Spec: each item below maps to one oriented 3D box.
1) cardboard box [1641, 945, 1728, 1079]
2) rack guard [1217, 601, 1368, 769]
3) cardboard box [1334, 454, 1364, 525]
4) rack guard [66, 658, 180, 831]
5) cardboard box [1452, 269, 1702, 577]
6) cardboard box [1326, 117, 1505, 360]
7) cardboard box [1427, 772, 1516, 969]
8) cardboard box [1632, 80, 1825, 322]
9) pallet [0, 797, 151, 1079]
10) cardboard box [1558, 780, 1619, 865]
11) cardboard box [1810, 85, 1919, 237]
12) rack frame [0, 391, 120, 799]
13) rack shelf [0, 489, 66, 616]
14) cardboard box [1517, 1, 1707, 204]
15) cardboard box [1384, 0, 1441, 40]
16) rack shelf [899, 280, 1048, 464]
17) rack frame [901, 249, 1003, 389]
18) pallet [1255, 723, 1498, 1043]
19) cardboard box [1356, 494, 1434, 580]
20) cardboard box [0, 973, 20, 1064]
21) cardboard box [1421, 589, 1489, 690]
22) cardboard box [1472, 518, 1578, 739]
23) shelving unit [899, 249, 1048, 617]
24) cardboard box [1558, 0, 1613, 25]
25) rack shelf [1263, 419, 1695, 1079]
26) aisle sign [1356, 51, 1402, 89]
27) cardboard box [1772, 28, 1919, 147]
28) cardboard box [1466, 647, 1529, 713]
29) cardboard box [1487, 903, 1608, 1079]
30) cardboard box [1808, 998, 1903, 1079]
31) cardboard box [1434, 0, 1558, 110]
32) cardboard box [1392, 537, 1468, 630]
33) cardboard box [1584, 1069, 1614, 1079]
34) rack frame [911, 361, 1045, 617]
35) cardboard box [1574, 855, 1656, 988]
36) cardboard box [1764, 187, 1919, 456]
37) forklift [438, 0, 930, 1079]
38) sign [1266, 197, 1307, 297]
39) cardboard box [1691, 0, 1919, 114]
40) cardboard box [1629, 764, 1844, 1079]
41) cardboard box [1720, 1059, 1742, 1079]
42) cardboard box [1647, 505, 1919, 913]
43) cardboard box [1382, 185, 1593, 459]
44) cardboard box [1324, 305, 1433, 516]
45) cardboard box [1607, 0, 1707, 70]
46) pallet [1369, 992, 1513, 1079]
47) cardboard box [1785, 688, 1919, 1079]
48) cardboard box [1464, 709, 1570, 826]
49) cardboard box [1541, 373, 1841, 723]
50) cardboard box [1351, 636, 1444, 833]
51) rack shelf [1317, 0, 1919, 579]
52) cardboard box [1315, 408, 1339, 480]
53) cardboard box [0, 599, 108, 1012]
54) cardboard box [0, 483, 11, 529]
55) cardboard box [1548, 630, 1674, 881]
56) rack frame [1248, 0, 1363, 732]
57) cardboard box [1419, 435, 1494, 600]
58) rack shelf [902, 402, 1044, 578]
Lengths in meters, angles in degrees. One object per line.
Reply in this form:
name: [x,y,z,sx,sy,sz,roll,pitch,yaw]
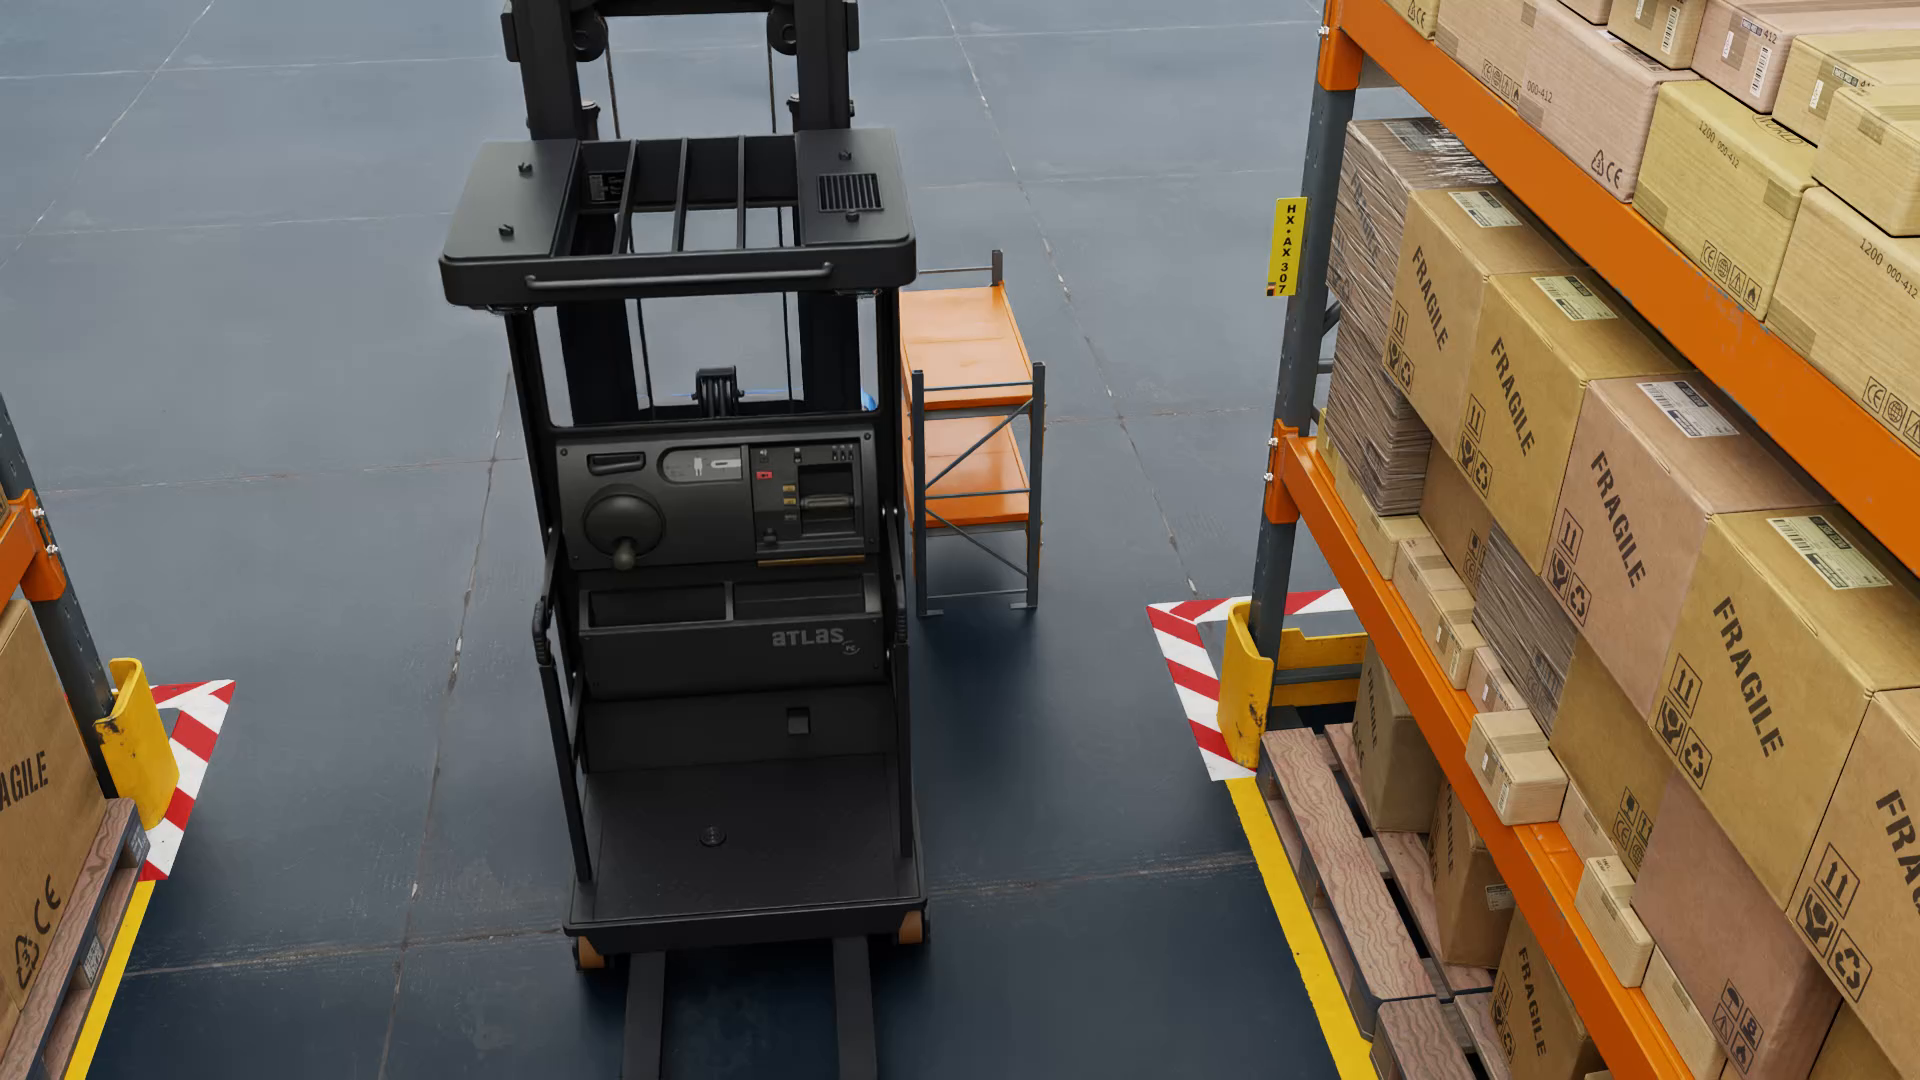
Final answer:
cardboard box: [1.649,0.949,3.417,0.380,0.149,0.250,-4,35,-6]
rack guard: [1.561,0.487,6.091,1.175,0.500,0.348,-4,35,-6]
cardboard box: [1.367,-0.166,5.053,0.380,0.149,0.250,-4,35,-6]
rack guard: [-3.381,0.751,5.705,1.175,0.500,0.348,-4,35,-6]
cardboard box: [1.483,-0.280,3.756,0.500,0.500,0.500,-4,35,-6]
cardboard box: [1.354,-0.838,4.575,0.500,0.500,0.500,-4,35,-6]
cardboard box: [1.732,0.952,5.036,0.500,0.500,0.500,4,35,6]
cardboard box: [1.572,-0.623,2.970,0.500,0.250,0.500,-3,34,-5]
pallet: [-3.193,1.324,5.120,1.003,0.211,1.213,-4,35,-6]
cardboard box: [1.623,0.667,3.831,0.380,0.149,0.250,-4,35,-6]
cardboard box: [1.576,-0.593,2.572,0.380,0.149,0.250,-3,34,-4]
rack frame: [-3.378,-0.269,4.981,1.000,3.000,0.127,-4,35,-6]
rack shelf: [-3.109,1.144,3.546,1.077,0.370,4.000,-4,35,-6]
cardboard box: [1.497,-0.913,3.396,0.500,0.250,0.500,-4,35,-7]
cardboard box: [1.359,-1.477,4.224,0.500,0.250,0.500,-3,34,-5]
rack shelf: [0.001,-0.703,6.763,0.538,0.278,1.000,-4,35,-6]
rack frame: [-0.067,-0.745,7.344,0.500,1.125,0.032,-4,35,-6]
pallet: [1.635,1.063,5.503,1.003,0.211,1.213,-4,35,-6]
cardboard box: [1.386,-0.026,4.847,0.380,0.149,0.250,-4,35,-6]
cardboard box: [-3.101,1.300,4.193,0.875,0.875,0.875,-5,35,-7]
cardboard box: [1.467,0.252,4.439,0.380,0.149,0.250,-4,35,-6]
cardboard box: [1.808,0.109,4.074,0.875,0.500,0.500,-4,35,-6]
shelving unit: [0.001,-0.461,6.928,0.538,1.125,1.048,-4,35,-6]
cardboard box: [1.448,-1.182,3.437,0.380,0.149,0.250,-4,35,-7]
rack shelf: [1.820,0.825,4.014,1.077,0.370,4.000,-4,35,-6]
aisle sign: [1.245,-1.674,4.735,0.394,0.787,0.004,-4,35,-6]
cardboard box: [1.627,-0.750,2.802,0.380,0.149,0.250,-6,35,-8]
cardboard box: [1.527,0.390,4.237,0.380,0.149,0.250,-4,35,-6]
cardboard box: [1.798,1.303,4.521,0.500,0.500,0.500,-1,34,-2]
cardboard box: [2.057,0.942,2.851,0.875,0.500,0.500,-4,35,-6]
cardboard box: [1.435,-1.190,3.802,0.500,0.250,0.500,-5,35,-7]
cardboard box: [1.440,0.112,4.645,0.380,0.149,0.250,-4,35,-6]
cardboard box: [1.828,1.618,4.059,0.500,0.500,0.500,-7,35,-11]
rack frame: [0.069,-0.177,6.511,0.500,1.125,0.032,-4,35,-6]
cardboard box: [1.581,0.812,3.618,0.380,0.149,0.250,-4,35,-6]
cardboard box: [1.635,-0.344,2.561,0.500,0.250,0.500,-5,35,-7]
forklift: [-0.686,-0.061,4.737,1.130,2.935,3.031,-3,34,-5]
sign: [1.013,-0.905,5.145,0.100,0.325,0.005,-4,35,-6]
cardboard box: [1.579,-0.895,3.016,0.380,0.149,0.250,-5,35,-7]
cardboard box: [1.890,0.671,3.249,0.875,0.500,0.500,-4,35,-6]
cardboard box: [1.723,1.085,3.217,0.380,0.149,0.250,-4,35,-6]
cardboard box: [1.620,0.278,2.937,0.500,0.500,0.500,-4,35,-6]
cardboard box: [1.415,-0.558,4.165,0.500,0.500,0.500,-4,35,-6]
cardboard box: [1.597,-0.443,4.884,0.875,0.500,0.500,-4,35,-6]
cardboard box: [1.500,-1.031,3.215,0.380,0.149,0.250,-6,35,-9]
pallet: [1.796,1.742,4.507,1.003,0.211,1.213,-4,35,-6]
cardboard box: [1.687,0.557,2.528,0.500,0.500,0.500,-4,35,-6]
cardboard box: [1.458,0.537,4.021,0.380,0.149,0.250,-4,35,-6]
cardboard box: [1.557,-0.001,3.347,0.500,0.500,0.500,-4,35,-6]
cardboard box: [1.618,0.621,5.522,0.500,0.500,0.500,2,34,2]
rack shelf: [1.820,-0.414,3.170,1.077,0.370,4.000,-4,35,-6]
cardboard box: [1.353,-0.307,5.260,0.380,0.149,0.250,-4,35,-6]
cardboard box: [-3.221,0.809,4.913,0.875,0.875,0.875,-4,34,-6]
cardboard box: [-3.283,-0.127,4.640,0.875,0.550,0.550,-4,35,-6]
cardboard box: [1.864,0.389,3.663,0.875,0.500,0.500,-4,35,-6]
rack frame: [1.551,-0.588,5.449,1.000,3.000,0.127,-4,35,-6]
cardboard box: [1.783,-0.173,4.488,0.875,0.500,0.500,-4,35,-6]
rack shelf: [0.001,-0.259,7.065,0.538,0.278,1.000,-4,35,-6]
